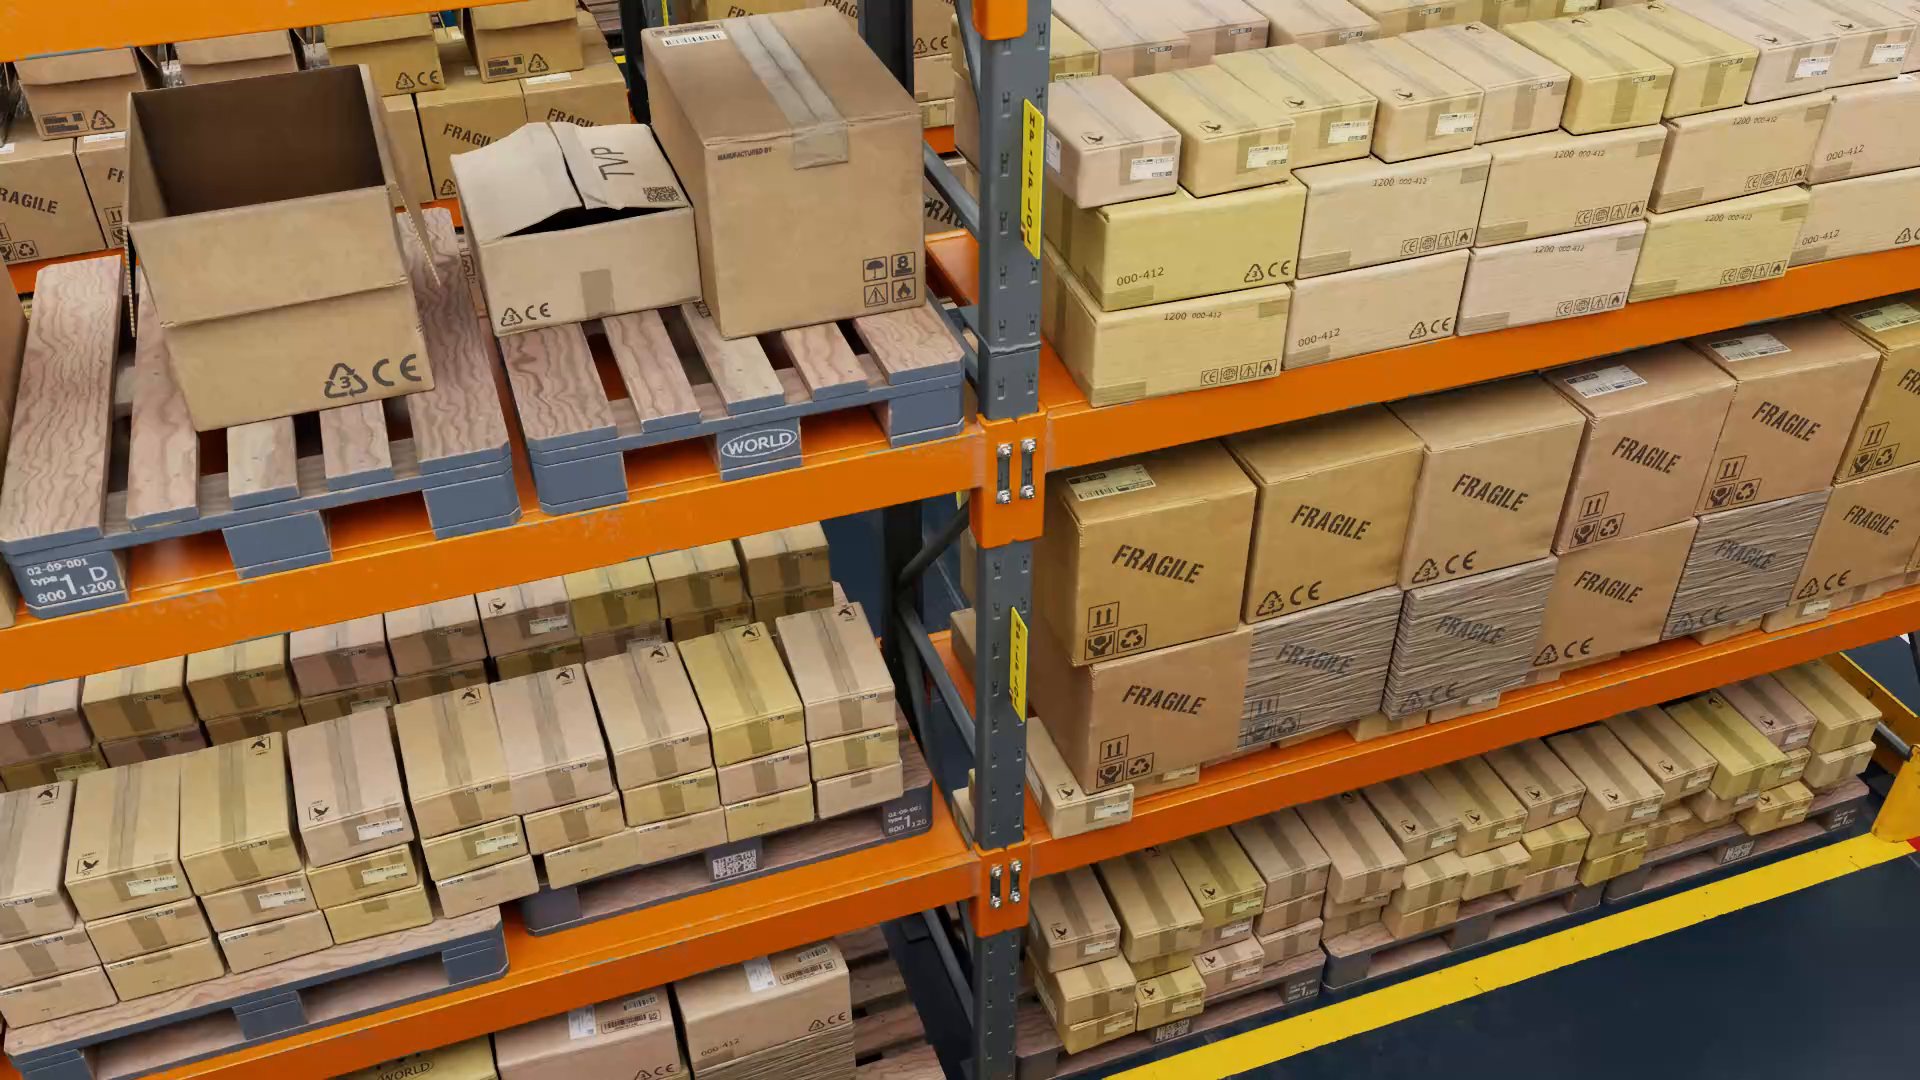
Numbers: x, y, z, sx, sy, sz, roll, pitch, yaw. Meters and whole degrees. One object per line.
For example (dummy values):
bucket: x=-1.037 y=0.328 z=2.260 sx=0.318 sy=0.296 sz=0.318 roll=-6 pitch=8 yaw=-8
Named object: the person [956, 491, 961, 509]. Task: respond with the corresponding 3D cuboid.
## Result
person: x=0.245 y=-0.097 z=6.876 sx=0.575 sy=1.768 sz=0.665 roll=-8 pitch=38 yaw=-10
